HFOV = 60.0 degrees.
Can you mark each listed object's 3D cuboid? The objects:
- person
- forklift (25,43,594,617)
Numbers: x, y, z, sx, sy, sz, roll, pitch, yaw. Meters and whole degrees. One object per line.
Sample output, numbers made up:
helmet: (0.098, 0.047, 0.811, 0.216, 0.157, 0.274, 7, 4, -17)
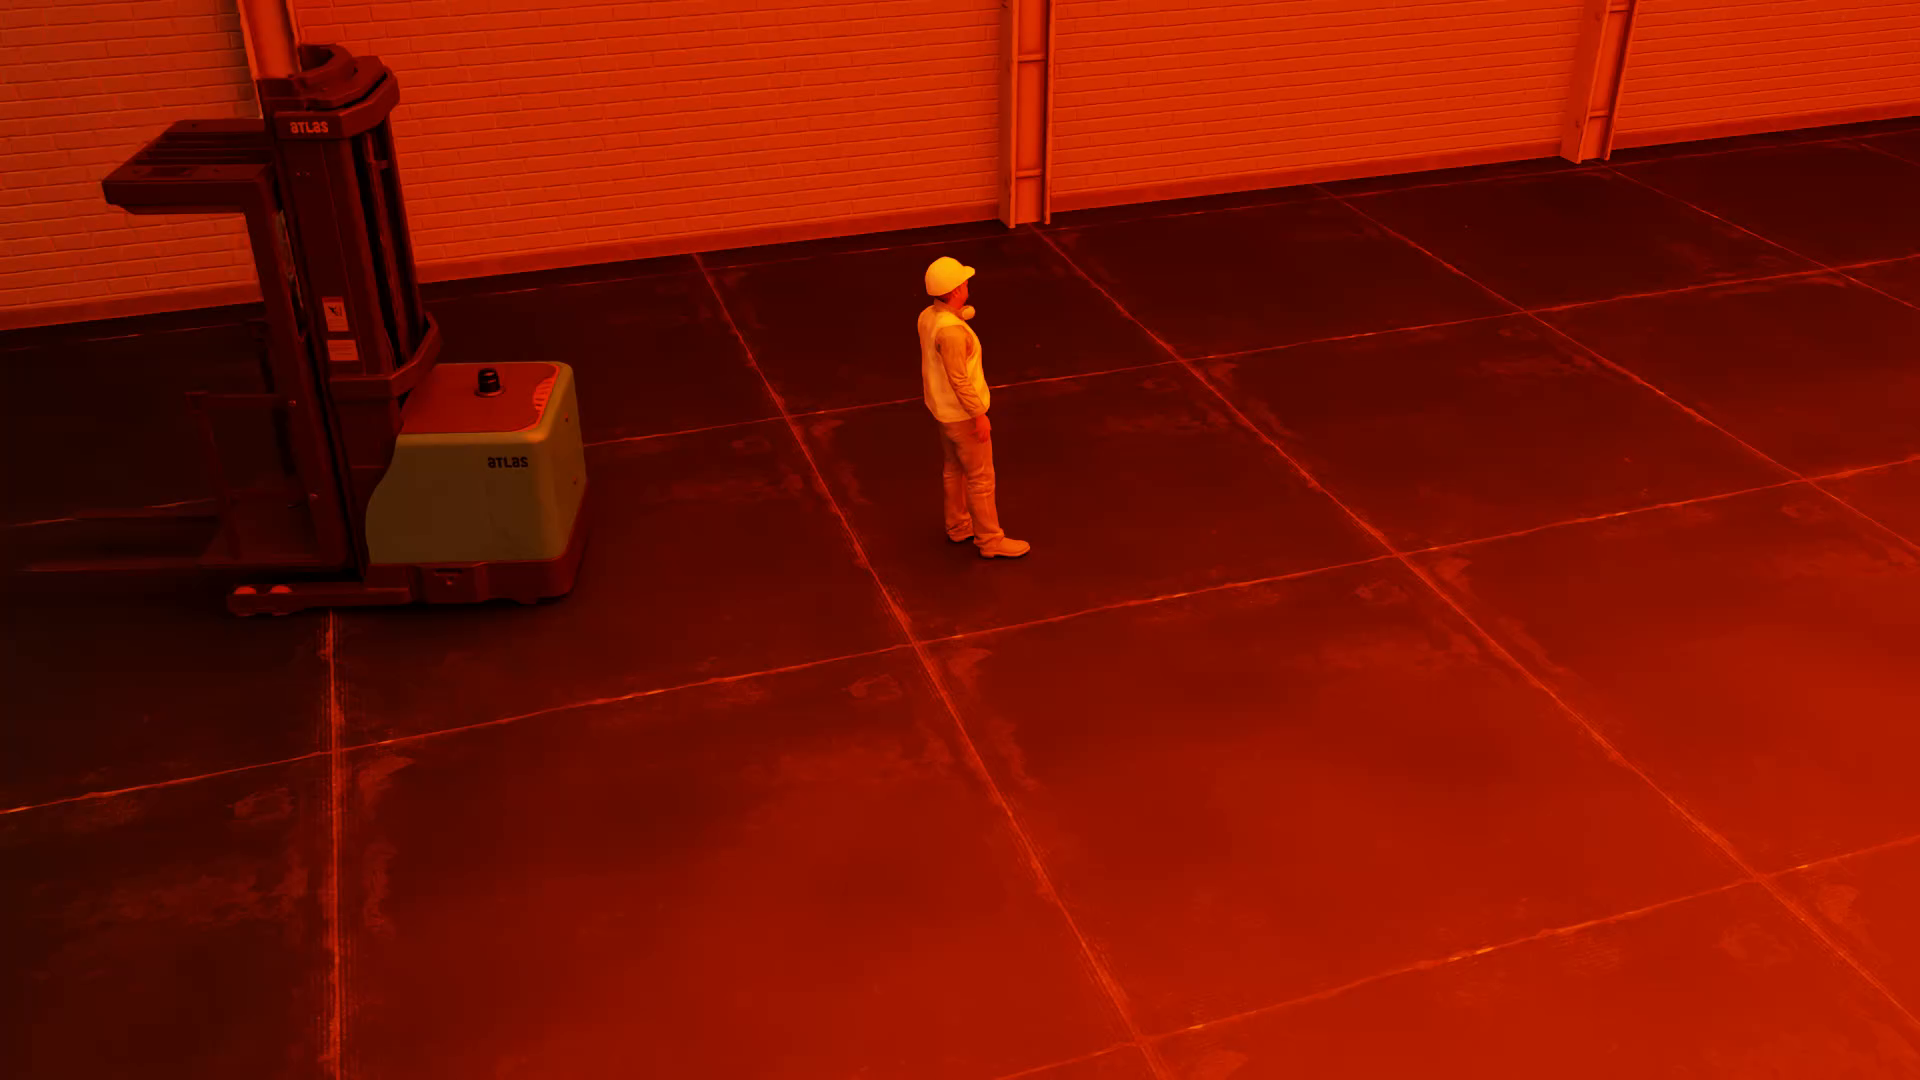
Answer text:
person: (0.062, -0.782, 9.591, 0.566, 1.775, 0.634, -10, 31, -16)
forklift: (-3.728, -1.113, 9.021, 3.031, 2.935, 1.130, -1, 30, -2)
